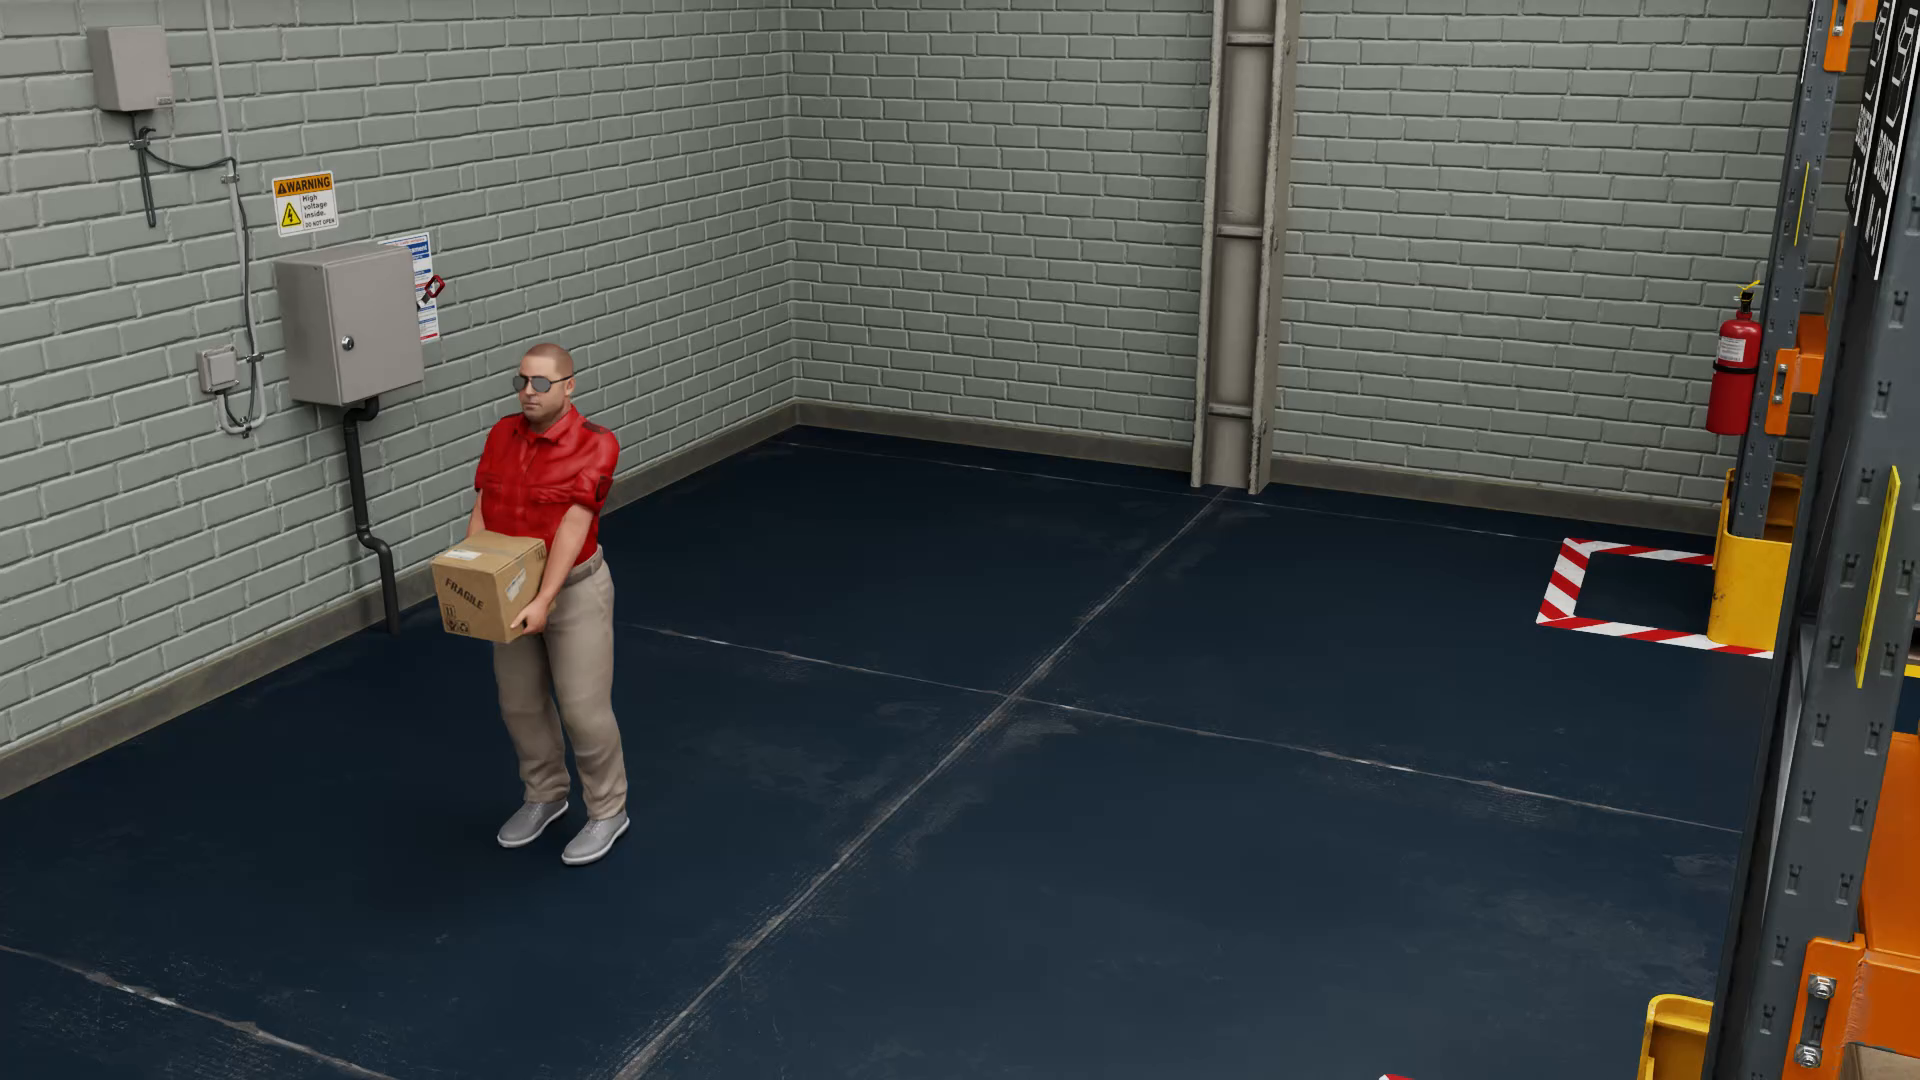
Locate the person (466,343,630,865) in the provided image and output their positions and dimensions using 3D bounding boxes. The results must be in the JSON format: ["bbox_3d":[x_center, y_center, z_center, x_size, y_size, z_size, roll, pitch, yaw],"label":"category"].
[{"bbox_3d":[-1.376,0.234,5.425,0.490,1.722,0.540,8,21,23],"label":"person"}]
